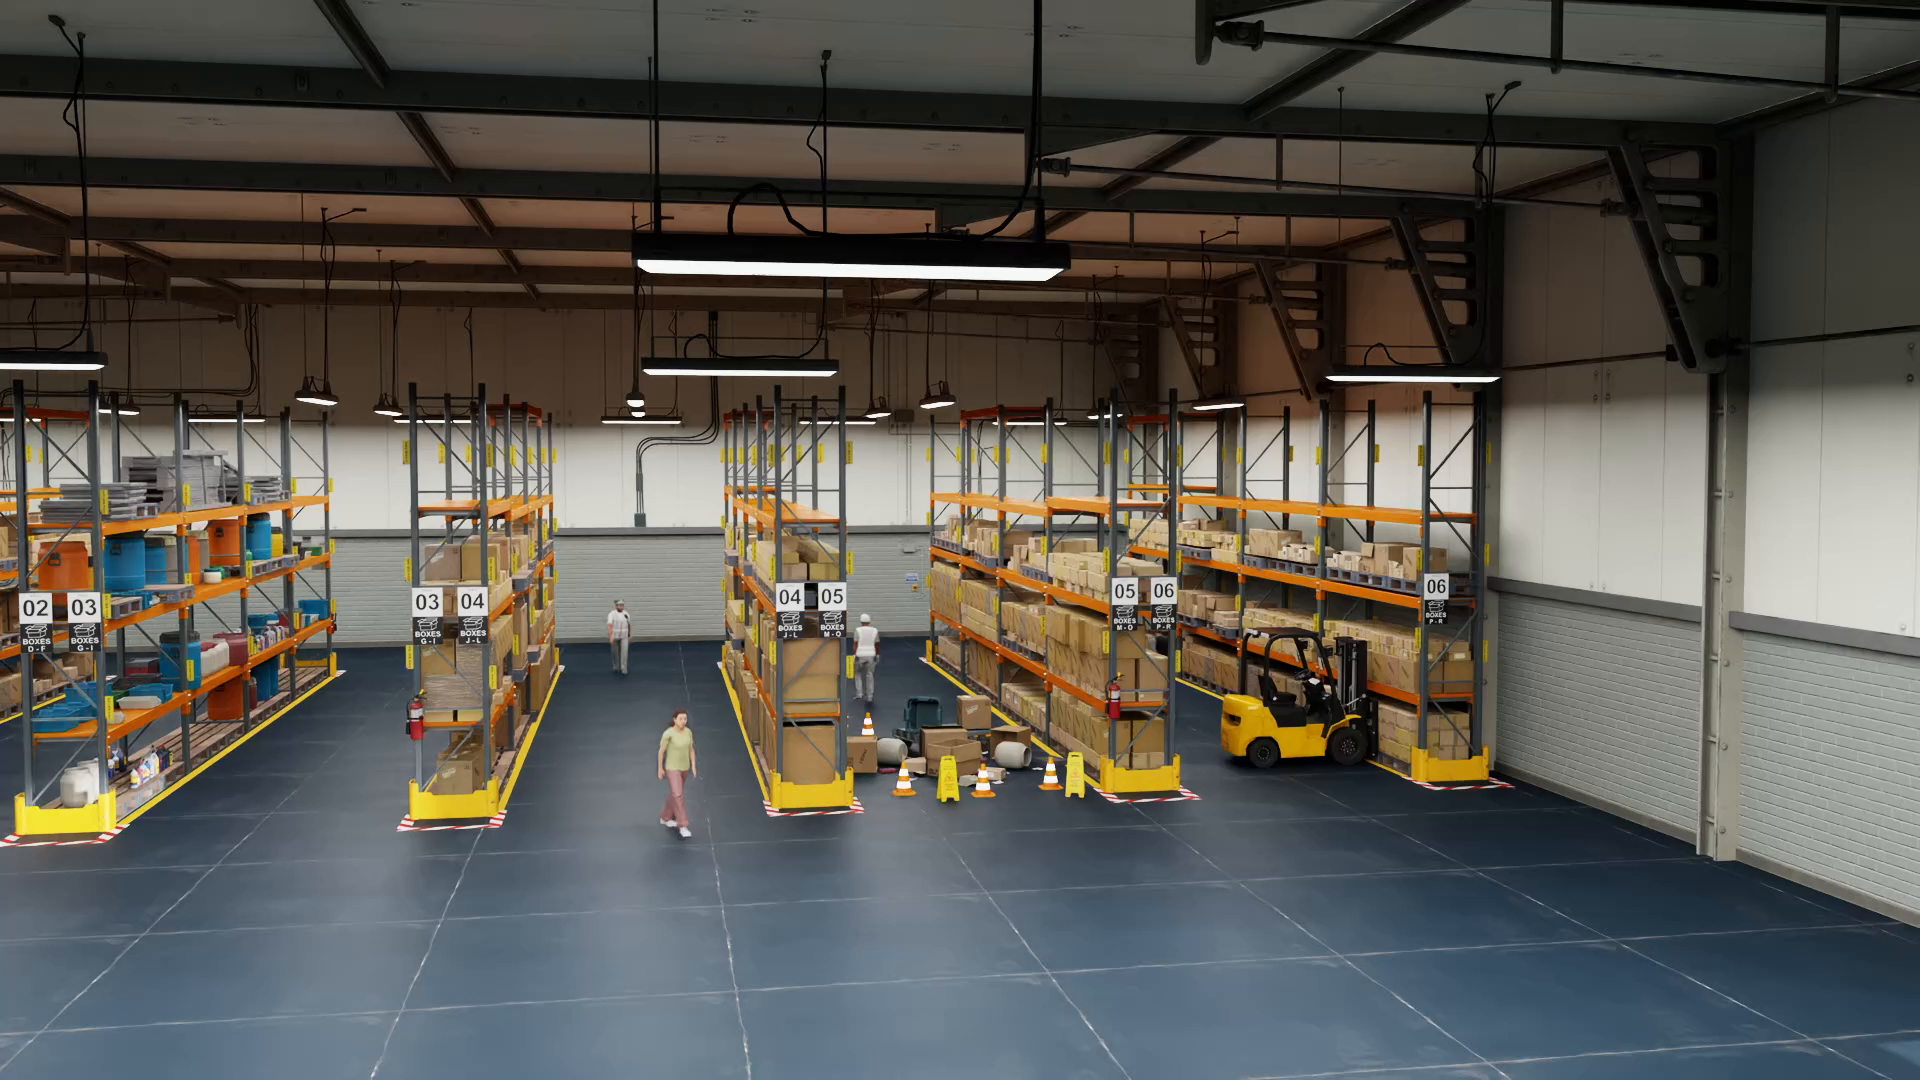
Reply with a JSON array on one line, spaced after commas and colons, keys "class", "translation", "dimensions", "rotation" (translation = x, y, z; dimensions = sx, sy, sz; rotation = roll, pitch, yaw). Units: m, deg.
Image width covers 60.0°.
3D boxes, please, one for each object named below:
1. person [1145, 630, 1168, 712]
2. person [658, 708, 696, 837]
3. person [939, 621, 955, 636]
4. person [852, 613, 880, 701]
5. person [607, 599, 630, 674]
[{"class": "person", "translation": [3.907, 2.518, 32.531], "dimensions": [0.551, 1.762, 0.624], "rotation": [-1, 3, -21]}, {"class": "person", "translation": [-3.722, 3.042, 22.058], "dimensions": [0.928, 1.624, 0.491], "rotation": [3, 4, 41]}, {"class": "person", "translation": [-0.266, 2.103, 41.638], "dimensions": [0.916, 1.551, 0.416], "rotation": [-1, 3, -18]}, {"class": "person", "translation": [-1.925, 2.411, 33.923], "dimensions": [0.604, 1.819, 0.556], "rotation": [-1, 3, -19]}, {"class": "person", "translation": [-7.837, 2.199, 38.145], "dimensions": [0.525, 1.714, 1.099], "rotation": [-1, 3, -14]}]
